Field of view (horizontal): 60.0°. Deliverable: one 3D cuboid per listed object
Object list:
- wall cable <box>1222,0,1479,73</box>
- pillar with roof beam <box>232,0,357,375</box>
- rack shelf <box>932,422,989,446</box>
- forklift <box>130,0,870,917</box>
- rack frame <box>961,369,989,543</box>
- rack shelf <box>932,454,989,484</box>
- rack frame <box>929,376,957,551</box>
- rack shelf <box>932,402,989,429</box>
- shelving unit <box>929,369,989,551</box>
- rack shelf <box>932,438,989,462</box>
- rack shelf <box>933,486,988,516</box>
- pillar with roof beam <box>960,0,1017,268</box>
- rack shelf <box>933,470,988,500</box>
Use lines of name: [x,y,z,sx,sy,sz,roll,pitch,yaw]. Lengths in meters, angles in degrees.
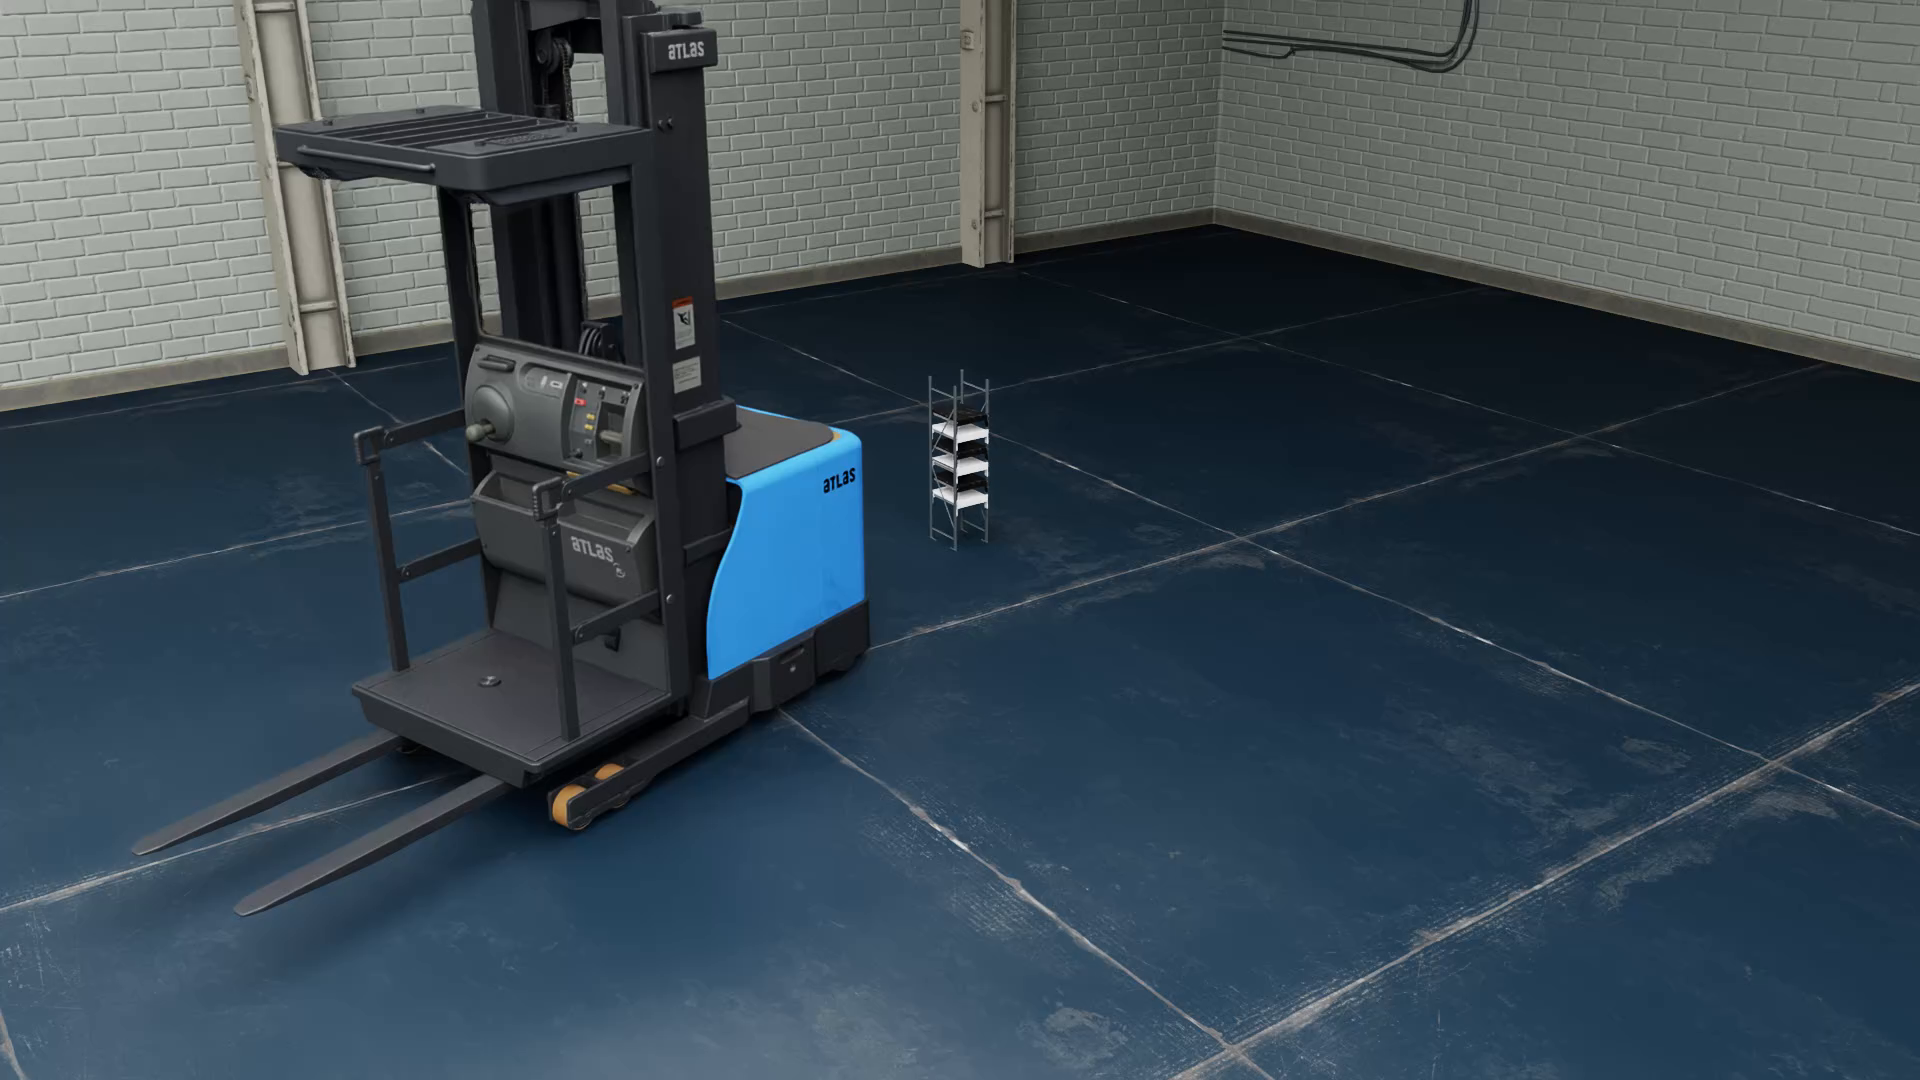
wall cable: [3.415,-5.537,14.820,0.112,2.526,3.097,-15,26,-33]
pillar with roof beam: [-2.105,-4.146,7.144,0.400,9.000,9.100,-15,26,-33]
rack shelf: [-0.007,-0.552,8.671,0.200,0.077,0.258,-15,26,-33]
forklift: [-1.674,-0.485,6.157,1.130,2.935,3.031,15,26,33]
rack frame: [0.076,-0.438,8.780,0.006,0.900,0.240,-15,26,-33]
rack shelf: [-0.007,-0.385,8.738,0.200,0.077,0.258,-15,26,-33]
rack frame: [-0.089,-0.394,8.670,0.006,0.900,0.240,-15,26,-33]
rack shelf: [-0.007,-0.636,8.637,0.200,0.077,0.258,-15,26,-33]
shelving unit: [-0.007,-0.416,8.725,0.210,0.900,0.258,-15,26,-33]
rack shelf: [-0.007,-0.469,8.704,0.200,0.077,0.258,-15,26,-33]
rack shelf: [-0.007,-0.218,8.804,0.200,0.077,0.258,-15,26,-33]
pillar with roof beam: [2.765,-5.444,10.398,0.400,9.000,9.100,-15,26,-33]
rack shelf: [-0.007,-0.302,8.771,0.200,0.077,0.258,-15,26,-33]
